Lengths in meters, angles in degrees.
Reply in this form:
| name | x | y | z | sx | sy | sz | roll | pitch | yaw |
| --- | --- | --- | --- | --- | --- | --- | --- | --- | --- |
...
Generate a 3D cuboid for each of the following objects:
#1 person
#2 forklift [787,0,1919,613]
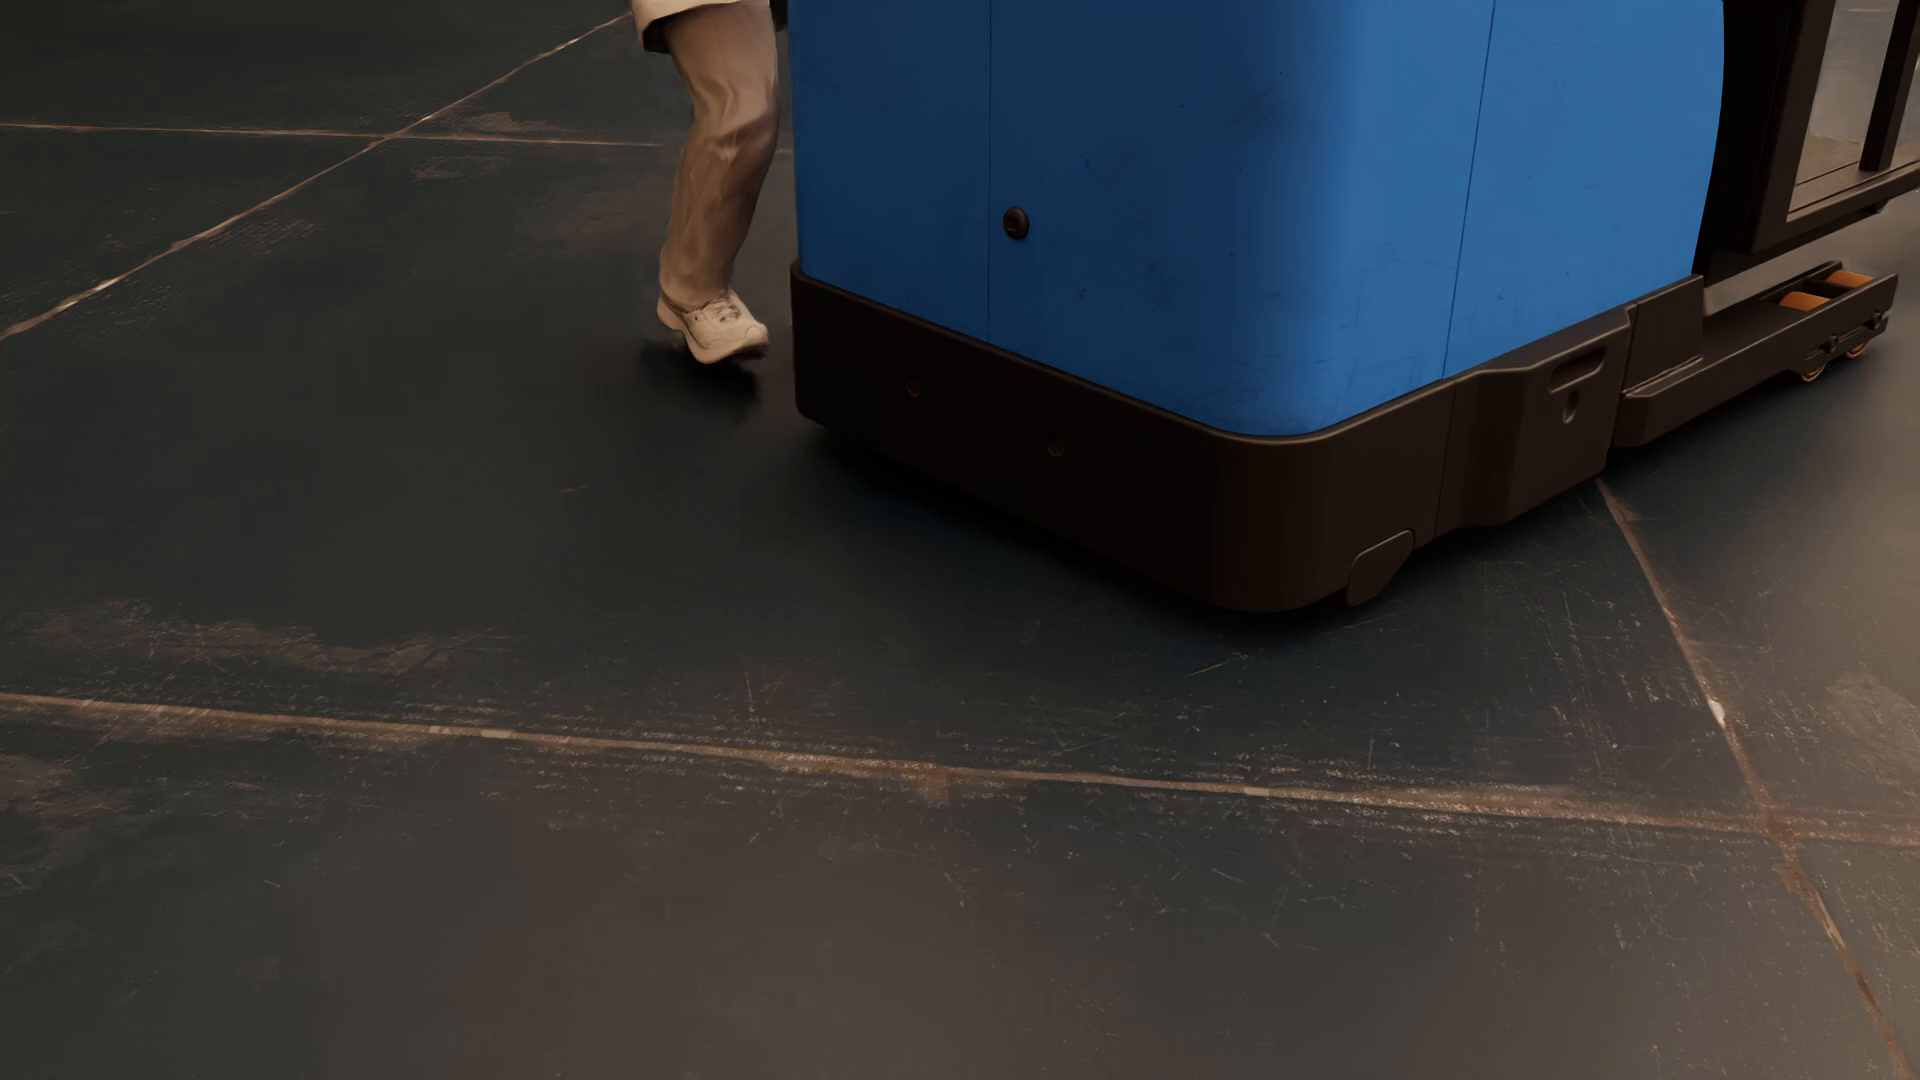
| name | x | y | z | sx | sy | sz | roll | pitch | yaw |
| --- | --- | --- | --- | --- | --- | --- | --- | --- | --- |
| person | -0.330 | -1.107 | 2.824 | 0.609 | 1.732 | 0.970 | 22 | 34 | 37 |
| forklift | 1.158 | -1.758 | 2.741 | 3.031 | 2.935 | 1.130 | -22 | 34 | -37 |
